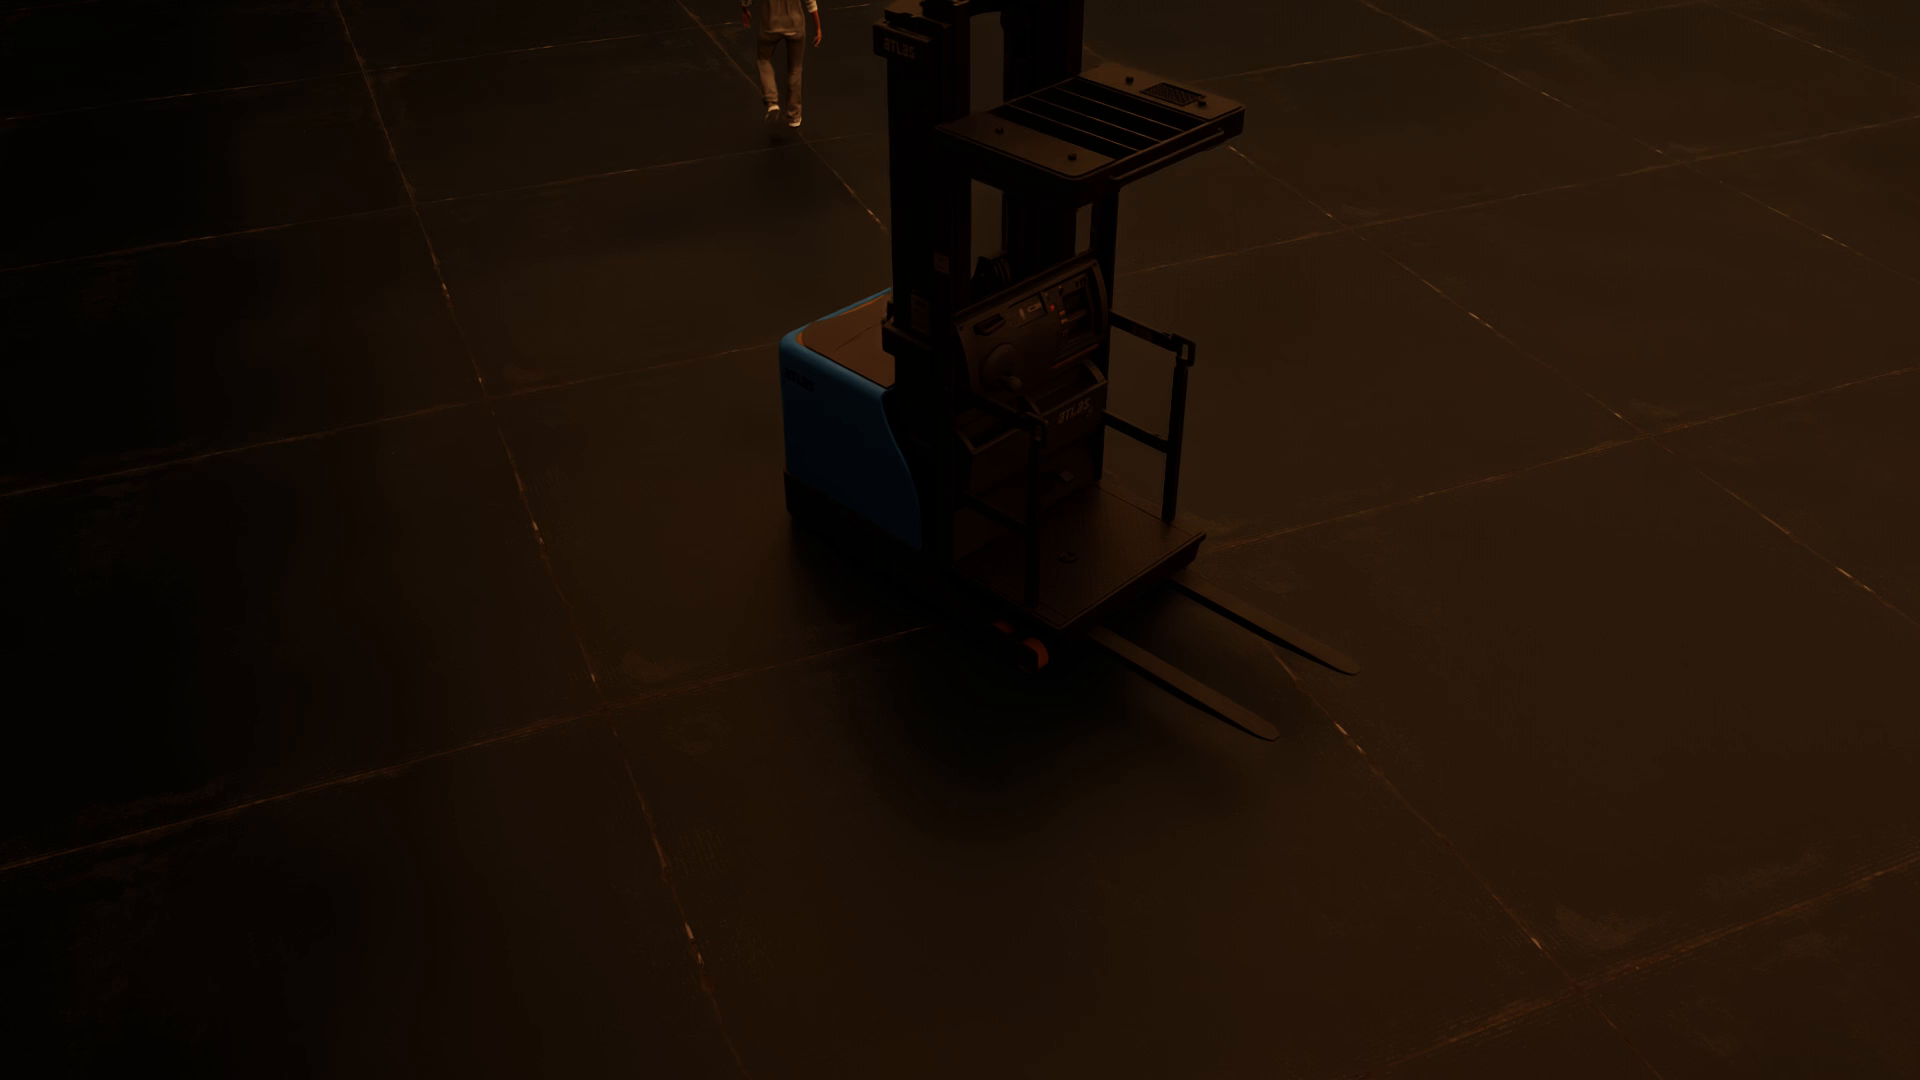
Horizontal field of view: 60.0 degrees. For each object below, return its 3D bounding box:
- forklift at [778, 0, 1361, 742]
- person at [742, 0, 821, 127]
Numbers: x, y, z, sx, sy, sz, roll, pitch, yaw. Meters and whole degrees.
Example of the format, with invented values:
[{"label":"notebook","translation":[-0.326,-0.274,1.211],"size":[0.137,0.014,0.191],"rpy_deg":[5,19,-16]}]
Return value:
[{"label":"forklift","translation":[0.485,-0.915,7.386],"size":[3.031,2.935,1.130],"rpy_deg":[30,45,35]},{"label":"person","translation":[-1.376,-3.939,12.809],"size":[0.605,1.578,0.450],"rpy_deg":[-3,36,-4]}]
